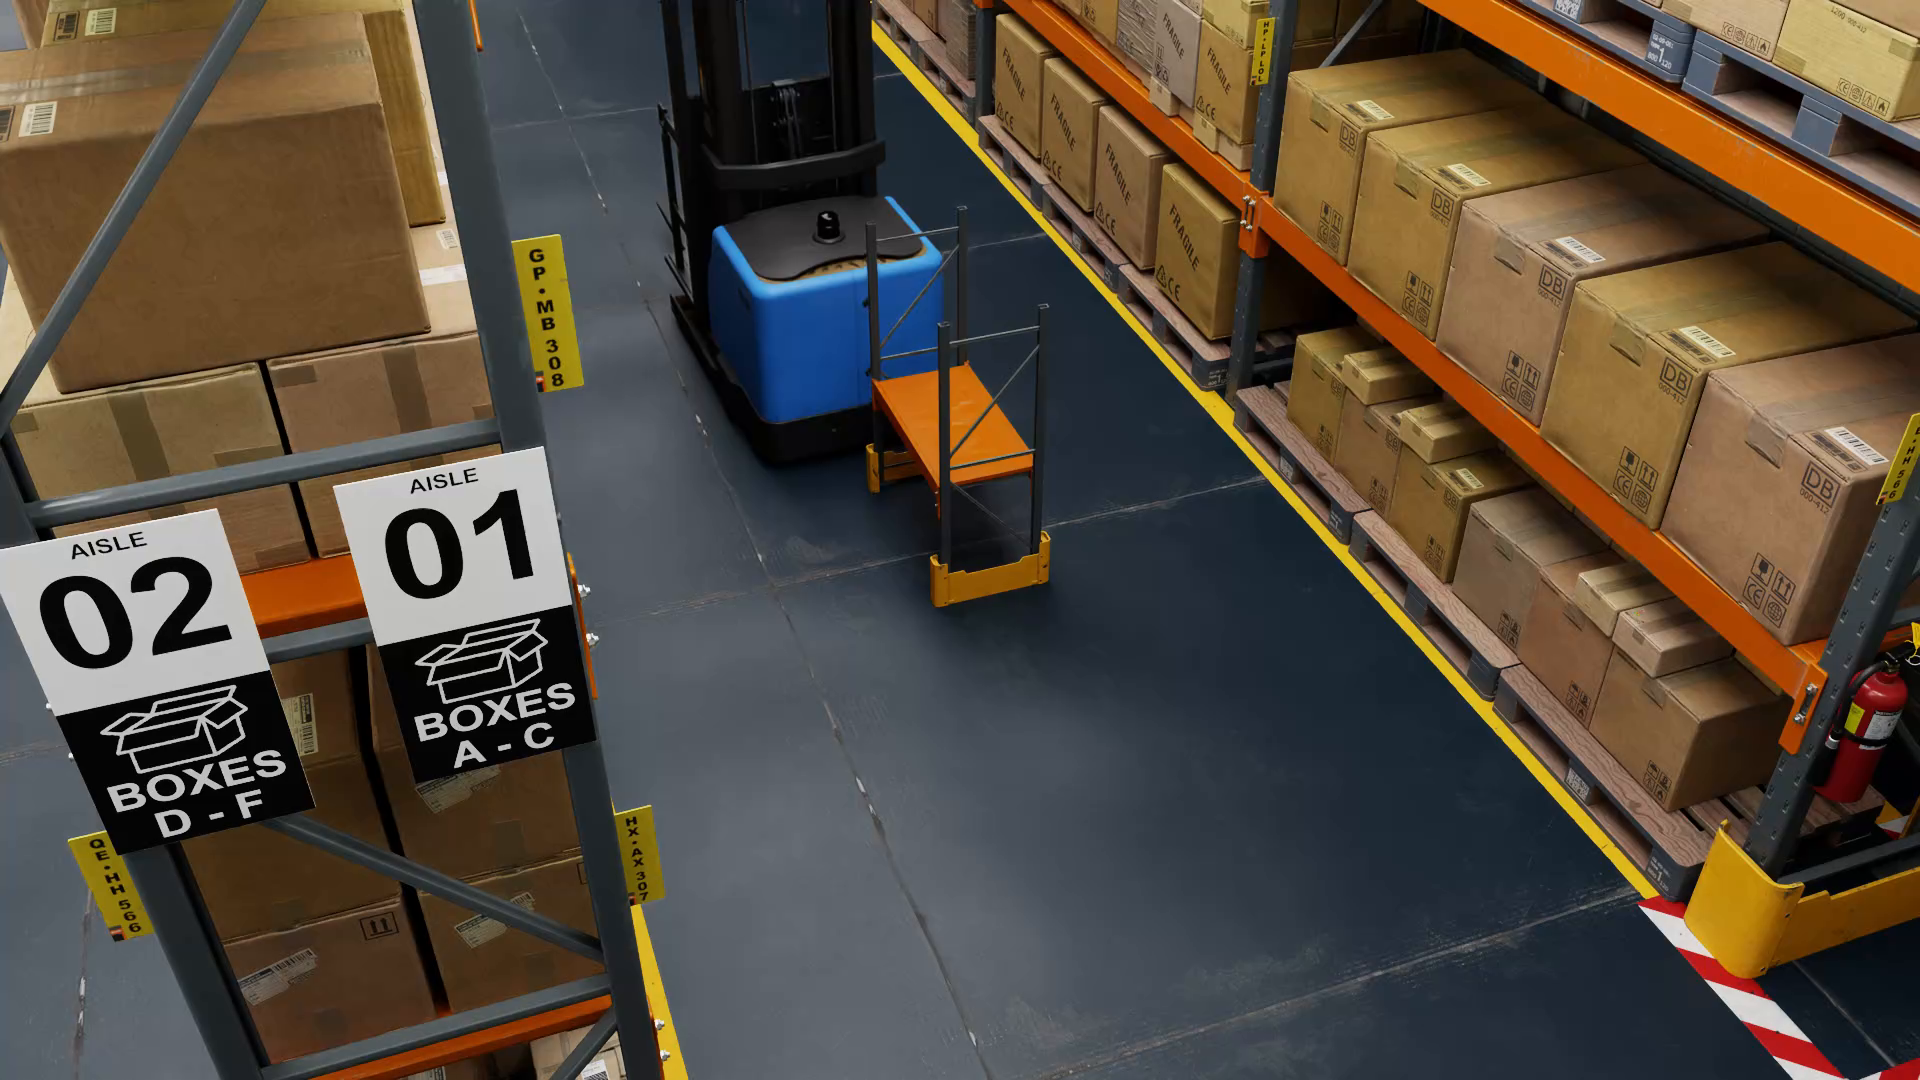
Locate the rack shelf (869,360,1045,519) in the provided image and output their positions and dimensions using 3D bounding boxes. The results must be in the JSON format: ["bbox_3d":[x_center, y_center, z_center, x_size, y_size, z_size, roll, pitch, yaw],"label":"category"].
[{"bbox_3d":[-0.029,-0.504,8.031,0.538,0.185,1.000,-12,39,-16],"label":"rack shelf"}]

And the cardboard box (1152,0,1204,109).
[{"bbox_3d":[1.397,-2.715,9.074,0.500,0.500,0.500,-12,39,-16],"label":"cardboard box"}]

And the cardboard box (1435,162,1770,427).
[{"bbox_3d":[2.654,-1.041,6.949,0.980,0.700,0.700,-14,39,-18],"label":"cardboard box"}]

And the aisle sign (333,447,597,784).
[{"bbox_3d":[-0.997,0.174,3.426,0.394,0.787,0.004,-12,39,-16],"label":"aisle sign"}]

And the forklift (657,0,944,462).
[{"bbox_3d":[-1.099,-2.467,9.149,1.130,2.935,3.031,-14,39,-18],"label":"forklift"}]

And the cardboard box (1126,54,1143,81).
[{"bbox_3d":[1.199,-2.820,9.753,0.380,0.149,0.250,-13,39,-17],"label":"cardboard box"}]

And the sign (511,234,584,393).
[{"bbox_3d":[-0.787,-0.425,3.162,0.100,0.325,0.005,-12,39,-16],"label":"sign"}]

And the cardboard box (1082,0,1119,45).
[{"bbox_3d":[1.055,-3.281,9.826,0.500,0.500,0.500,-11,38,-15],"label":"cardboard box"}]

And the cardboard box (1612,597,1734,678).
[{"bbox_3d":[2.803,0.369,6.517,0.380,0.149,0.250,-13,39,-16],"label":"cardboard box"}]

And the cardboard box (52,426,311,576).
[{"bbox_3d":[-1.721,-0.140,3.634,0.500,0.250,0.500,-12,39,-16],"label":"cardboard box"}]

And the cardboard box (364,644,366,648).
[{"bbox_3d":[-1.388,0.196,4.643,0.500,0.500,0.500,-12,39,-15],"label":"cardboard box"}]

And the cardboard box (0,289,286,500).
[{"bbox_3d":[-1.713,-0.341,3.486,0.500,0.250,0.500,-12,39,-16],"label":"cardboard box"}]

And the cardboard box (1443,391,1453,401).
[{"bbox_3d":[2.549,-0.715,7.956,0.380,0.149,0.250,-14,39,-17],"label":"cardboard box"}]

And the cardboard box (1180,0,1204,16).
[{"bbox_3d":[1.409,-3.021,8.858,0.500,0.250,0.500,-12,39,-15],"label":"cardboard box"}]

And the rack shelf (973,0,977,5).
[{"bbox_3d":[-0.088,-5.155,13.259,1.077,0.370,4.000,-12,39,-16],"label":"rack shelf"}]

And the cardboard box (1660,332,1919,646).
[{"bbox_3d":[3.169,-0.199,5.833,0.980,0.700,0.700,-11,38,-14],"label":"cardboard box"}]

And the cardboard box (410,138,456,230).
[{"bbox_3d":[-1.394,-0.732,4.005,0.500,0.250,0.500,-12,39,-16],"label":"cardboard box"}]

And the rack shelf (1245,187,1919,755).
[{"bbox_3d":[2.665,-0.636,7.259,1.077,0.370,4.000,-12,39,-16],"label":"rack shelf"}]

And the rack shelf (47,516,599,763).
[{"bbox_3d":[-1.985,-0.806,4.993,1.077,0.370,4.000,-12,39,-16],"label":"rack shelf"}]

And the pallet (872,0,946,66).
[{"bbox_3d":[-0.083,-4.329,13.882,1.003,0.211,1.213,-12,39,-16],"label":"pallet"}]

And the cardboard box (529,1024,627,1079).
[{"bbox_3d":[-1.204,1.741,5.495,0.380,0.166,0.250,-12,39,-16],"label":"cardboard box"}]

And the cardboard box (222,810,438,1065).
[{"bbox_3d":[-1.706,0.998,4.410,0.500,0.500,0.500,-11,38,-15],"label":"cardboard box"}]

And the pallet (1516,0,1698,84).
[{"bbox_3d":[2.665,-2.063,6.137,1.003,0.211,1.213,-12,39,-16],"label":"pallet"}]

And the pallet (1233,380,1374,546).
[{"bbox_3d":[2.165,-0.493,8.790,1.003,0.211,1.213,-12,39,-16],"label":"pallet"}]

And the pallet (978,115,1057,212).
[{"bbox_3d":[0.801,-2.738,11.770,1.003,0.211,1.213,-12,39,-16],"label":"pallet"}]

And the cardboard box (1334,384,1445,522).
[{"bbox_3d":[2.308,-0.494,8.202,0.700,0.500,0.500,-13,39,-16],"label":"cardboard box"}]

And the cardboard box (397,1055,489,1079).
[{"bbox_3d":[-1.715,1.801,5.138,0.500,0.500,0.500,-12,39,-16],"label":"cardboard box"}]

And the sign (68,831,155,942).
[{"bbox_3d":[-1.824,0.749,3.598,0.100,0.325,0.005,-12,39,-16],"label":"sign"}]

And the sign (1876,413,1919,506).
[{"bbox_3d":[2.839,-0.246,4.985,0.100,0.325,0.005,-12,39,-16],"label":"sign"}]

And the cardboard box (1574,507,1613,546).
[{"bbox_3d":[2.901,-0.138,7.190,0.380,0.149,0.250,-12,39,-15],"label":"cardboard box"}]

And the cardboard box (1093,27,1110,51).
[{"bbox_3d":[1.034,-3.122,10.154,0.380,0.149,0.250,-12,39,-16],"label":"cardboard box"}]

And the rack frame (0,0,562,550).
[{"bbox_3d":[-1.296,-1.162,2.374,1.000,3.000,0.127,-12,39,-16],"label":"rack frame"}]

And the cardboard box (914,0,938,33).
[{"bbox_3d":[0.038,-4.476,13.471,0.700,0.500,0.500,-13,39,-16],"label":"cardboard box"}]

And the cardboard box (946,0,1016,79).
[{"bbox_3d":[0.304,-3.886,12.688,0.700,0.500,0.500,-12,39,-15],"label":"cardboard box"}]

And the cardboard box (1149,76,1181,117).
[{"bbox_3d":[1.293,-2.523,9.360,0.380,0.149,0.250,-12,39,-16],"label":"cardboard box"}]

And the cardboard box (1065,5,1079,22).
[{"bbox_3d":[0.887,-3.413,10.541,0.380,0.149,0.250,-12,39,-15],"label":"cardboard box"}]

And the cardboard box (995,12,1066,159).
[{"bbox_3d":[0.730,-3.179,11.476,0.750,0.750,0.750,-13,39,-17],"label":"cardboard box"}]

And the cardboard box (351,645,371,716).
[{"bbox_3d":[-1.882,0.315,4.485,0.500,0.500,0.500,-11,38,-15],"label":"cardboard box"}]

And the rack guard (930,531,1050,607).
[{"bbox_3d":[0.145,0.138,7.919,0.587,0.250,0.087,-12,39,-16],"label":"rack guard"}]

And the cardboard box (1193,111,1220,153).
[{"bbox_3d":[1.486,-2.231,8.971,0.380,0.149,0.250,-12,39,-15],"label":"cardboard box"}]

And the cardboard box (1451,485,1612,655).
[{"bbox_3d":[2.673,0.096,7.419,0.700,0.500,0.500,-14,39,-17],"label":"cardboard box"}]

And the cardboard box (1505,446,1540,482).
[{"bbox_3d":[2.725,-0.426,7.573,0.380,0.149,0.250,-13,39,-17],"label":"cardboard box"}]

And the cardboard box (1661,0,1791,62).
[{"bbox_3d":[2.672,-1.792,5.396,0.500,0.250,0.500,-14,39,-18],"label":"cardboard box"}]

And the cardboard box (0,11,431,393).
[{"bbox_3d":[-1.488,-0.690,3.326,0.700,0.500,0.500,-12,39,-16],"label":"cardboard box"}]

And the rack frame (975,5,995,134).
[{"bbox_3d":[0.601,-4.313,11.543,1.000,3.000,0.127,-12,39,-16],"label":"rack frame"}]

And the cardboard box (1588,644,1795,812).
[{"bbox_3d":[3.019,0.663,6.666,0.700,0.500,0.500,-12,39,-16],"label":"cardboard box"}]

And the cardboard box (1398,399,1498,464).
[{"bbox_3d":[2.264,-0.512,7.686,0.380,0.149,0.250,-14,39,-17],"label":"cardboard box"}]

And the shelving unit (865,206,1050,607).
[{"bbox_3d":[-0.026,-0.642,7.916,0.587,1.500,1.083,-12,39,-16],"label":"shelving unit"}]

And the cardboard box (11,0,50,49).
[{"bbox_3d":[-1.854,-1.250,4.070,0.700,0.500,0.500,-12,39,-16],"label":"cardboard box"}]

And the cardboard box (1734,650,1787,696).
[{"bbox_3d":[3.250,0.433,6.432,0.380,0.149,0.250,-12,39,-16],"label":"cardboard box"}]

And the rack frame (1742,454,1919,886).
[{"bbox_3d":[3.354,0.207,5.543,1.000,3.000,0.127,-12,39,-16],"label":"rack frame"}]

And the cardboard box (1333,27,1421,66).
[{"bbox_3d":[2.055,-2.532,8.832,0.500,0.500,0.500,-14,39,-17],"label":"cardboard box"}]

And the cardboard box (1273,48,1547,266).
[{"bbox_3d":[2.148,-1.863,8.041,0.980,0.700,0.700,-12,39,-15],"label":"cardboard box"}]

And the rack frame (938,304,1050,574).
[{"bbox_3d":[0.146,-0.360,7.542,0.500,1.500,0.032,-12,39,-16],"label":"rack frame"}]

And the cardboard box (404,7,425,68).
[{"bbox_3d":[-1.740,-1.296,4.754,0.500,0.250,0.500,-12,39,-16],"label":"cardboard box"}]

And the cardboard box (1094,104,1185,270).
[{"bbox_3d":[1.323,-2.204,10.181,0.750,0.750,0.750,-11,38,-15],"label":"cardboard box"}]

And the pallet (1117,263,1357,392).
[{"bbox_3d":[1.641,-1.360,9.940,1.003,0.211,1.213,-12,39,-16],"label":"pallet"}]

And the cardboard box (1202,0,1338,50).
[{"bbox_3d":[1.576,-2.730,8.472,0.500,0.250,0.500,-12,38,-15],"label":"cardboard box"}]

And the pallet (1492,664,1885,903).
[{"bbox_3d":[3.005,0.885,6.960,1.003,0.211,1.213,-12,39,-16],"label":"pallet"}]

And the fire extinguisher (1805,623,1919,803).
[{"bbox_3d":[2.972,0.567,5.439,0.296,0.674,0.183,-12,39,-16],"label":"fire extinguisher"}]
